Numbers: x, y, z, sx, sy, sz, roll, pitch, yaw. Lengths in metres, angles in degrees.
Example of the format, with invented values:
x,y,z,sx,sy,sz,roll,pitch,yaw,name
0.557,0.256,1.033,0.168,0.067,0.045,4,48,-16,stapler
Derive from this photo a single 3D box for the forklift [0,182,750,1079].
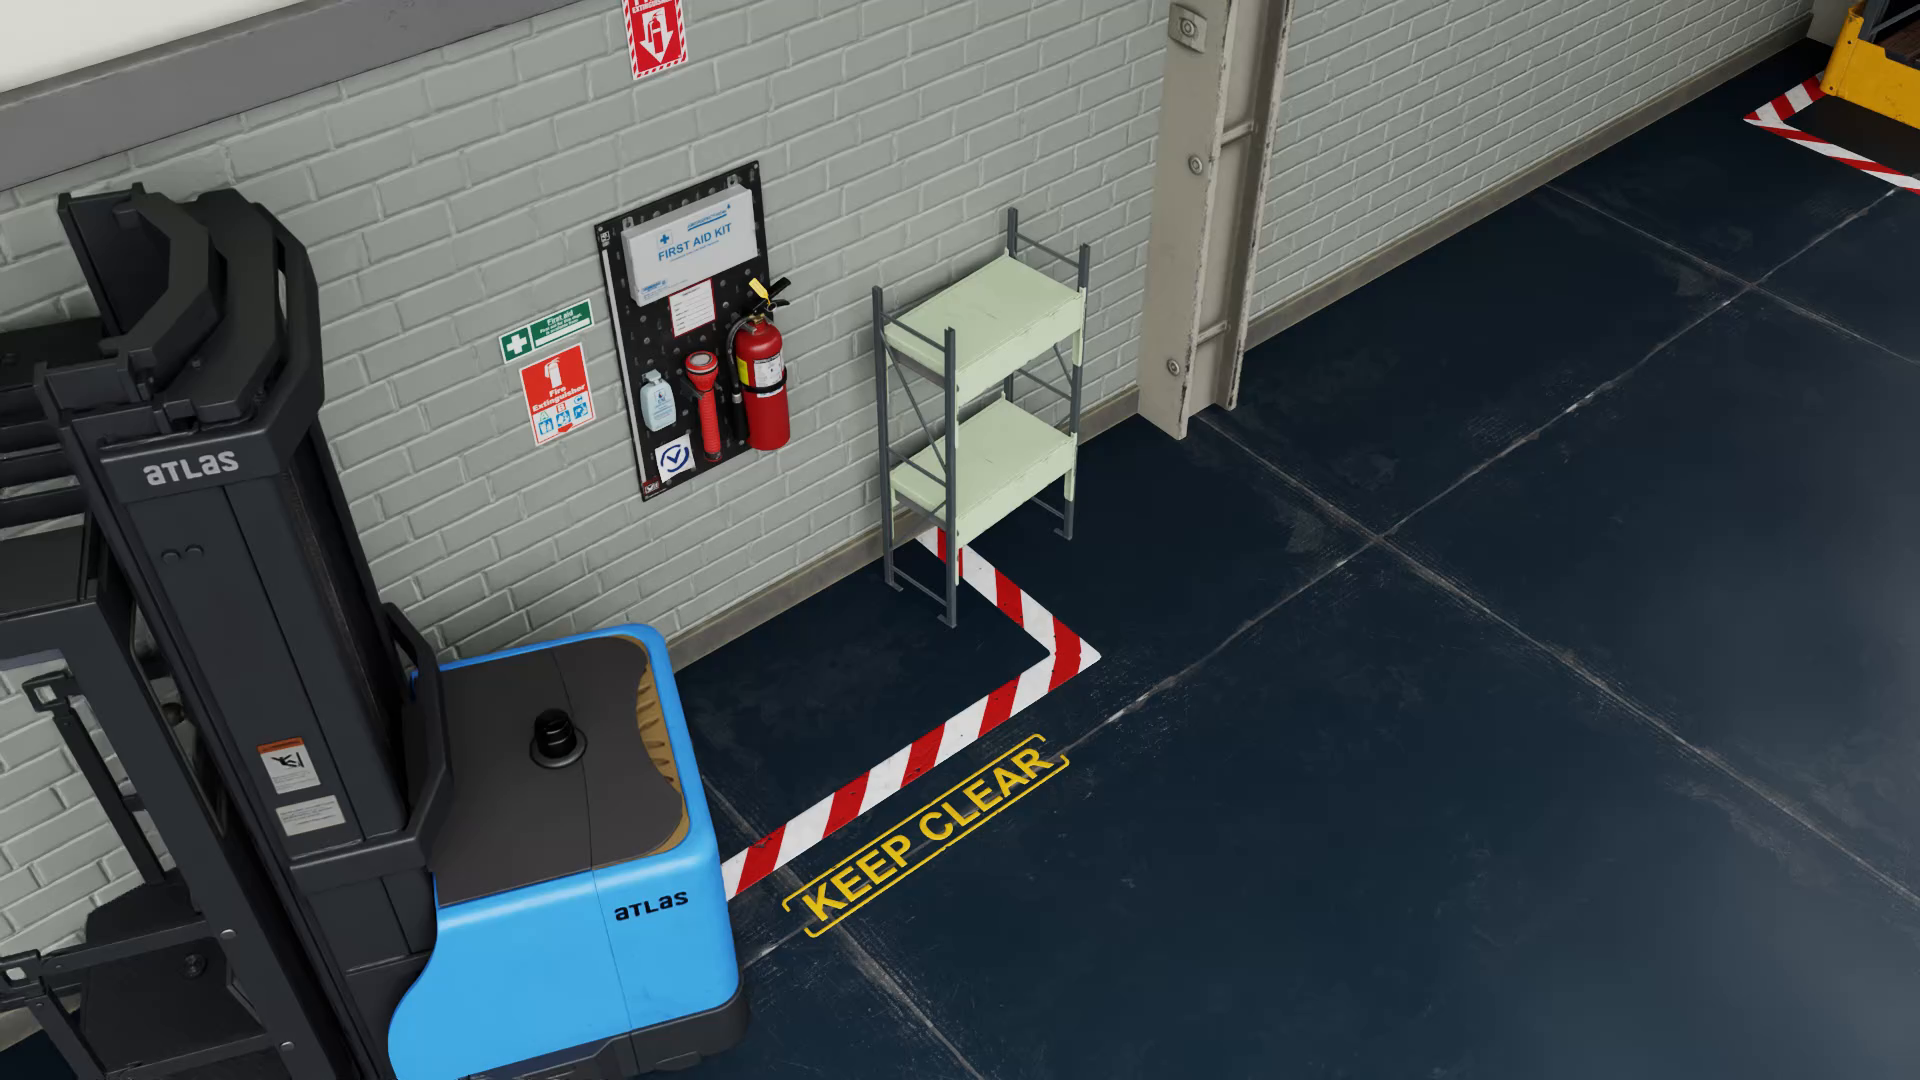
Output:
x,y,z,sx,sy,sz,roll,pitch,yaw,name
-2.265,0.589,4.482,3.031,2.935,1.130,-12,45,-13,forklift

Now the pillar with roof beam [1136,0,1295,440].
x,y,z,sx,sy,sz,roll,pitch,yaw,name
3.832,-1.651,2.435,0.400,9.000,9.100,-30,51,-28,pillar with roof beam

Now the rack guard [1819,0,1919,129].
x,y,z,sx,sy,sz,roll,pitch,yaw,name
5.749,-2.721,9.782,0.348,0.500,1.175,-30,51,-28,rack guard

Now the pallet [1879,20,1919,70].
x,y,z,sx,sy,sz,roll,pitch,yaw,name
6.395,-2.954,10.241,1.213,0.211,1.003,-30,51,-28,pallet

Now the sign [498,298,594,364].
x,y,z,sx,sy,sz,roll,pitch,yaw,name
-1.331,-0.674,5.364,0.331,0.109,0.001,-30,51,-28,sign

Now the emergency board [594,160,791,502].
x,y,z,sx,sy,sz,roll,pitch,yaw,name
-0.850,-0.660,5.761,0.643,1.169,0.194,-30,51,-28,emergency board

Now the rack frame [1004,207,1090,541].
x,y,z,sx,sy,sz,roll,pitch,yaw,name
0.337,-0.643,6.839,0.400,1.500,0.023,33,52,30,rack frame

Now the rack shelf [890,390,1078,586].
x,y,z,sx,sy,sz,roll,pitch,yaw,name
0.085,-0.224,6.869,0.431,0.370,0.720,33,52,30,rack shelf

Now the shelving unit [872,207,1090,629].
x,y,z,sx,sy,sz,roll,pitch,yaw,name
0.085,-0.462,6.646,0.431,1.500,0.755,33,52,30,shelving unit

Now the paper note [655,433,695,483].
x,y,z,sx,sy,sz,roll,pitch,yaw,name
-1.030,-0.297,6.019,0.142,0.148,0.016,-30,51,-28,paper note

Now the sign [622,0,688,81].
x,y,z,sx,sy,sz,roll,pitch,yaw,name
-0.920,-1.553,5.020,0.199,0.298,0.001,-30,51,-28,sign

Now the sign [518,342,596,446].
x,y,z,sx,sy,sz,roll,pitch,yaw,name
-1.340,-0.484,5.548,0.234,0.329,0.001,-30,51,-28,sign

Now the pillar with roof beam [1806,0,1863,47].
x,y,z,sx,sy,sz,roll,pitch,yaw,name
8.435,-4.287,5.241,0.400,9.000,9.100,-30,51,-28,pillar with roof beam

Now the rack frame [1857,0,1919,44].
x,y,z,sx,sy,sz,roll,pitch,yaw,name
5.691,-3.599,8.891,0.127,3.000,1.000,-30,51,-28,rack frame

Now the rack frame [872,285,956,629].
x,y,z,sx,sy,sz,roll,pitch,yaw,name
-0.168,-0.280,6.453,0.400,1.500,0.023,33,52,30,rack frame

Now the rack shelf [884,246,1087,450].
x,y,z,sx,sy,sz,roll,pitch,yaw,name
0.085,-0.746,6.379,0.431,0.370,0.720,33,52,30,rack shelf
